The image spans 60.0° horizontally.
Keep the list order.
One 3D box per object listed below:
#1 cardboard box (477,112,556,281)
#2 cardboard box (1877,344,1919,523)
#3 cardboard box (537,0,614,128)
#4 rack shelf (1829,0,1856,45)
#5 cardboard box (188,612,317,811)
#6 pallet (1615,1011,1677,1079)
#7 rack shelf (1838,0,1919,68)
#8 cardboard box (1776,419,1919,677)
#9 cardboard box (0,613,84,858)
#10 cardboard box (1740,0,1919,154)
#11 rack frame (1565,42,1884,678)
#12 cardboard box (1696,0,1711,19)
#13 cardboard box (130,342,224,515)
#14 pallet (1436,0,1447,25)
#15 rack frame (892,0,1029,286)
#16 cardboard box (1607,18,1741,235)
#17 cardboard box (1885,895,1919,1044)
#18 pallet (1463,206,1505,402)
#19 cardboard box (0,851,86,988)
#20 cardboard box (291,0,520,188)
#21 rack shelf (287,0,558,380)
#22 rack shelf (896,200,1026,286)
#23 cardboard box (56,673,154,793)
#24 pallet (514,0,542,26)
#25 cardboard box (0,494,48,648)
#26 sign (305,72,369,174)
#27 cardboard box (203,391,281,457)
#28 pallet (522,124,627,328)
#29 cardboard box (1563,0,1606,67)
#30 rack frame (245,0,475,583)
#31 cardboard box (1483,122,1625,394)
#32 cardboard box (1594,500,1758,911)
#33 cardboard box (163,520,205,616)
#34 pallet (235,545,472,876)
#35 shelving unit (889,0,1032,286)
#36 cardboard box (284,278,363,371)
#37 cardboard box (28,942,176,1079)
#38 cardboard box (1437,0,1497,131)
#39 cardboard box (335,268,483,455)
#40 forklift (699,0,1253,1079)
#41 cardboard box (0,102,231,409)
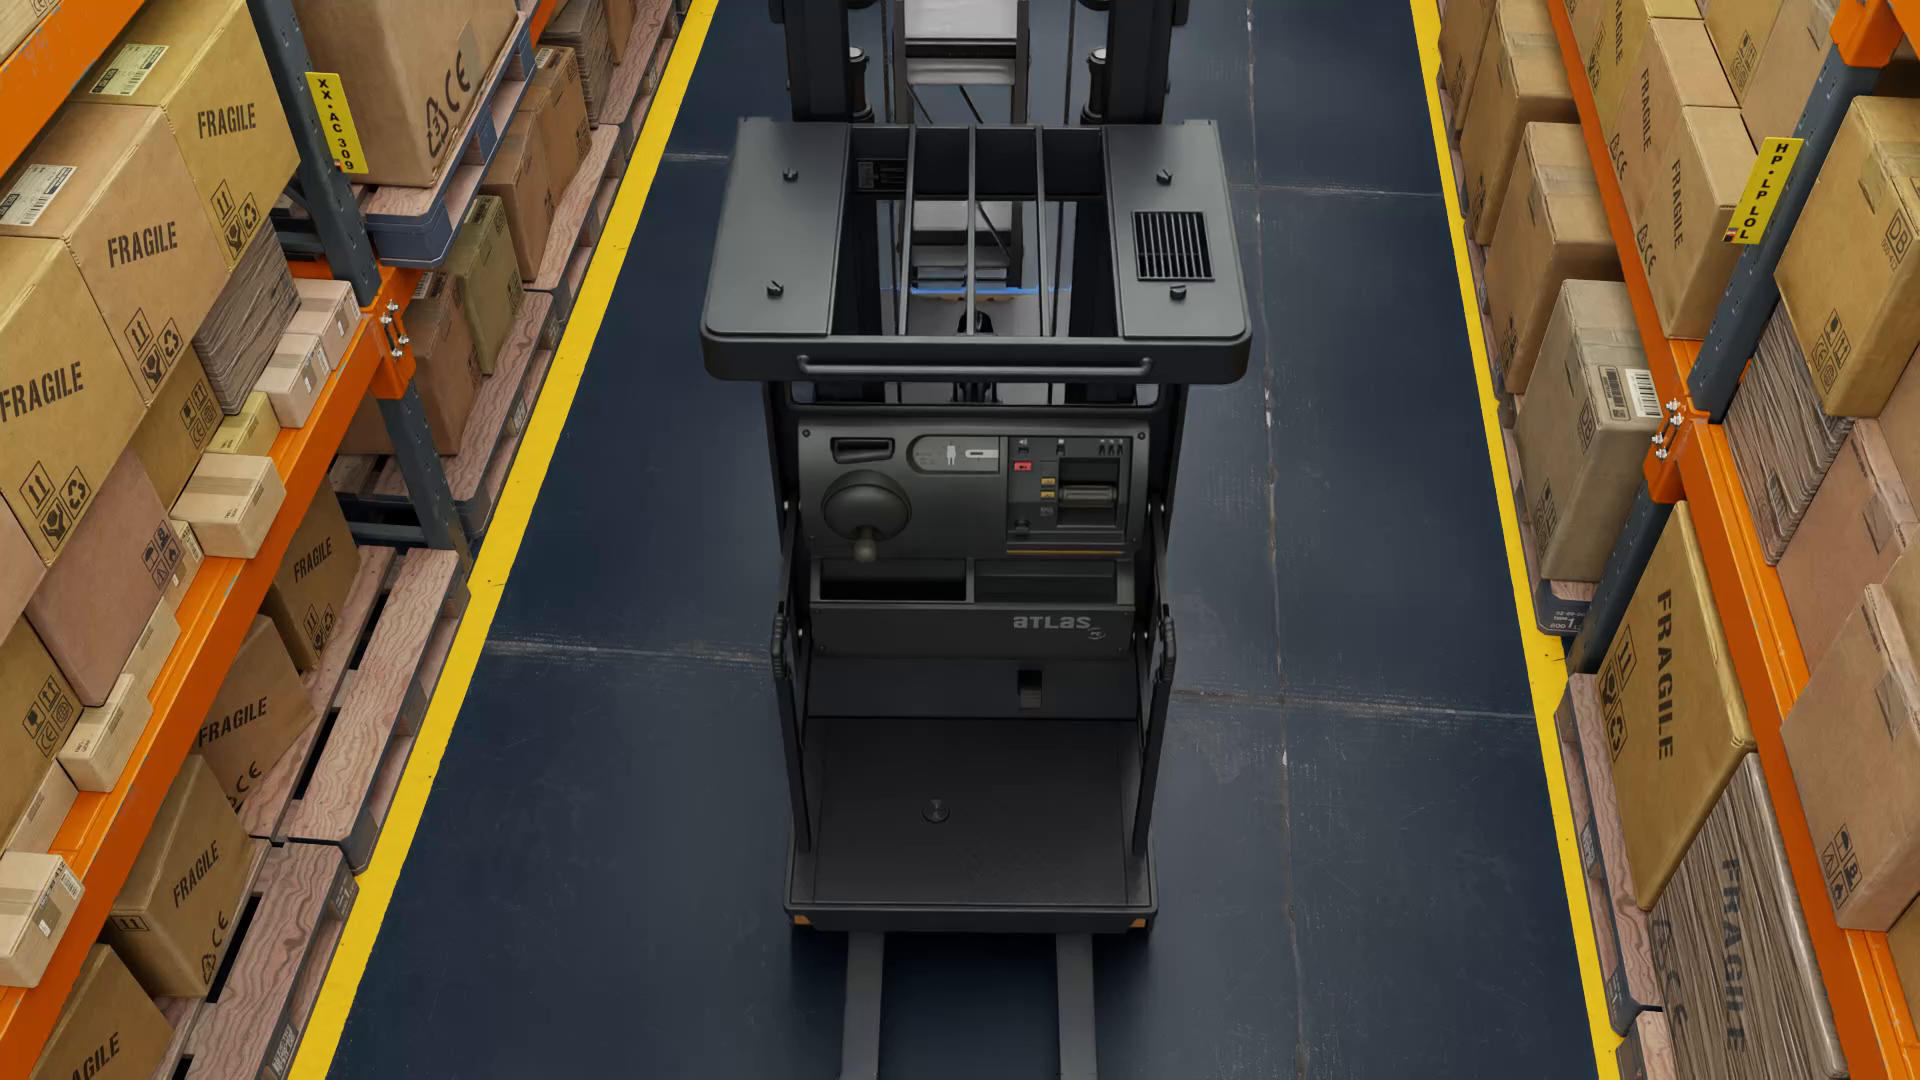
[{"bbox_3d":[-2.116,-1.431,6.922,0.700,0.500,0.500,0,48,0],"label":"cardboard box"},{"bbox_3d":[2.622,-0.243,3.606,0.875,0.550,0.550,4,48,4],"label":"cardboard box"},{"bbox_3d":[-2.021,-2.258,7.678,0.700,0.500,0.500,0,48,0],"label":"cardboard box"},{"bbox_3d":[2.806,-2.748,5.185,1.077,0.370,4.000,4,48,4],"label":"rack shelf"},{"bbox_3d":[-2.427,0.498,5.171,0.500,0.500,0.500,18,50,16],"label":"cardboard box"},{"bbox_3d":[2.368,1.885,4.383,1.003,0.211,1.213,4,48,4],"label":"pallet"},{"bbox_3d":[2.442,0.192,2.497,1.077,0.370,4.000,4,48,4],"label":"rack shelf"},{"bbox_3d":[2.575,0.119,4.007,0.875,0.550,0.550,4,48,4],"label":"cardboard box"},{"bbox_3d":[-2.521,0.380,3.600,0.875,0.500,0.500,4,48,4],"label":"cardboard box"},{"bbox_3d":[2.663,-1.245,4.610,0.700,0.500,0.500,3,48,3],"label":"cardboard box"},{"bbox_3d":[2.624,-0.508,4.682,1.000,3.000,0.127,4,48,4],"label":"rack frame"},{"bbox_3d":[2.755,-1.994,5.296,0.700,0.500,0.500,4,48,4],"label":"cardboard box"},{"bbox_3d":[-2.489,-0.359,4.276,0.875,0.500,0.500,4,48,4],"label":"cardboard box"},{"bbox_3d":[3.061,-3.081,8.925,1.003,0.211,1.213,4,48,4],"label":"pallet"},{"bbox_3d":[0.003,-0.881,5.632,0.400,2.100,0.015,0,48,0],"label":"rack frame"},{"bbox_3d":[2.451,-1.315,5.352,0.500,0.500,0.500,3,48,3],"label":"cardboard box"},{"bbox_3d":[2.460,0.904,3.289,0.875,0.550,0.500,4,48,4],"label":"cardboard box"},{"bbox_3d":[2.728,-1.038,7.057,1.003,0.211,1.213,4,48,4],"label":"pallet"},{"bbox_3d":[-2.174,0.819,3.639,0.380,0.149,0.250,4,48,4],"label":"cardboard box"},{"bbox_3d":[-2.094,-1.835,5.204,1.000,1.000,1.000,4,48,4],"label":"cardboard box"},{"bbox_3d":[-2.124,-2.143,6.665,1.077,0.370,4.000,4,48,4],"label":"rack shelf"},{"bbox_3d":[0.005,-1.051,5.807,0.431,0.518,0.480,0,48,0],"label":"rack shelf"},{"bbox_3d":[-2.184,0.448,3.978,0.380,0.149,0.250,4,48,4],"label":"cardboard box"},{"bbox_3d":[-2.081,-2.333,6.481,1.003,0.211,1.213,4,48,4],"label":"pallet"},{"bbox_3d":[-2.213,0.063,3.212,0.500,0.500,0.500,4,48,4],"label":"cardboard box"},{"bbox_3d":[-1.765,-1.178,4.708,0.100,0.325,0.005,4,48,4],"label":"sign"},{"bbox_3d":[-2.148,-0.291,4.654,0.380,0.149,0.250,4,48,4],"label":"cardboard box"},{"bbox_3d":[-2.128,-1.446,7.430,1.003,0.211,1.213,4,48,4],"label":"pallet"},{"bbox_3d":[2.541,-2.059,6.033,0.500,0.500,0.500,3,48,3],"label":"cardboard box"},{"bbox_3d":[-2.306,-0.916,5.055,1.000,3.000,0.127,4,48,4],"label":"rack frame"},{"bbox_3d":[2.683,-1.062,6.428,1.050,0.750,0.750,4,48,4],"label":"cardboard box"},{"bbox_3d":[2.497,0.524,4.893,0.875,0.875,0.875,5,48,4],"label":"cardboard box"},{"bbox_3d":[-2.214,0.075,4.319,0.380,0.149,0.250,4,48,4],"label":"cardboard box"},{"bbox_3d":[-2.332,0.521,5.631,1.003,0.211,1.213,4,48,4],"label":"pallet"},{"bbox_3d":[0.005,-1.061,5.797,0.431,2.100,0.503,0,48,0],"label":"shelving unit"},{"bbox_3d":[-2.033,-0.654,4.985,0.380,0.149,0.250,4,48,4],"label":"cardboard box"},{"bbox_3d":[-2.501,1.367,4.376,0.500,0.500,0.500,8,48,7],"label":"cardboard box"},{"bbox_3d":[2.843,-2.389,7.642,1.050,0.750,0.750,3,48,3],"label":"cardboard box"},{"bbox_3d":[-2.229,-0.671,6.227,0.700,0.500,0.500,1,48,1],"label":"cardboard box"},{"bbox_3d":[0.036,-0.032,4.293,1.130,2.935,3.031,0,48,0],"label":"forklift"},{"bbox_3d":[-2.117,-0.671,3.884,0.500,0.500,0.500,4,48,4],"label":"cardboard box"}]
